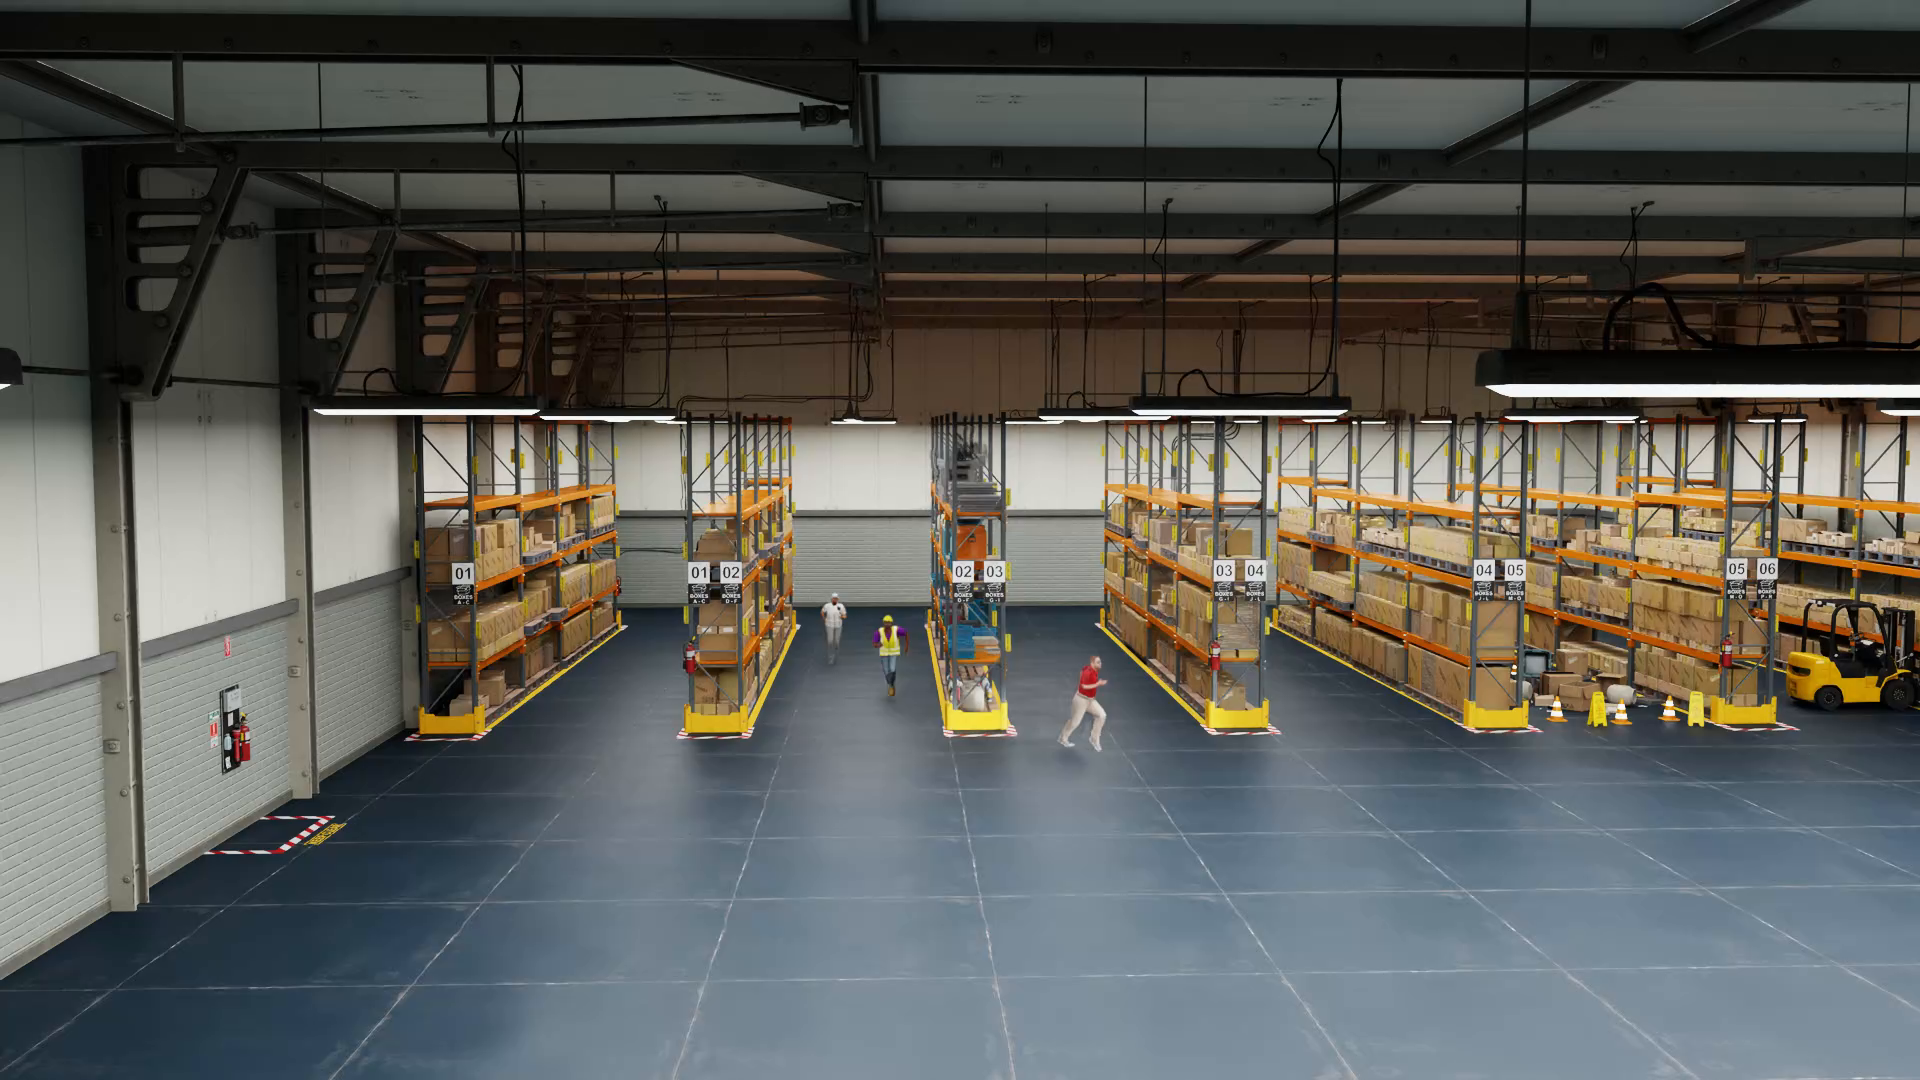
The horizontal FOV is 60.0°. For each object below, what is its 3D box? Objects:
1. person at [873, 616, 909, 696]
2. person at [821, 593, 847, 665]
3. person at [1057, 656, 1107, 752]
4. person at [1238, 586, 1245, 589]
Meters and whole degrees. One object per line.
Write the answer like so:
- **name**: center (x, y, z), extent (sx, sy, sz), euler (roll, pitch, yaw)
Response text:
- **person**: center (-1.473, 2.446, 35.155), extent (0.738, 1.713, 0.782), euler (0, 4, 5)
- **person**: center (-3.054, 2.148, 40.400), extent (0.581, 1.724, 0.815), euler (-1, 4, -12)
- **person**: center (2.173, 2.892, 29.349), extent (0.961, 1.738, 0.647), euler (2, 5, 31)
- **person**: center (7.913, 1.728, 45.825), extent (0.684, 1.786, 0.821), euler (0, 4, 0)
